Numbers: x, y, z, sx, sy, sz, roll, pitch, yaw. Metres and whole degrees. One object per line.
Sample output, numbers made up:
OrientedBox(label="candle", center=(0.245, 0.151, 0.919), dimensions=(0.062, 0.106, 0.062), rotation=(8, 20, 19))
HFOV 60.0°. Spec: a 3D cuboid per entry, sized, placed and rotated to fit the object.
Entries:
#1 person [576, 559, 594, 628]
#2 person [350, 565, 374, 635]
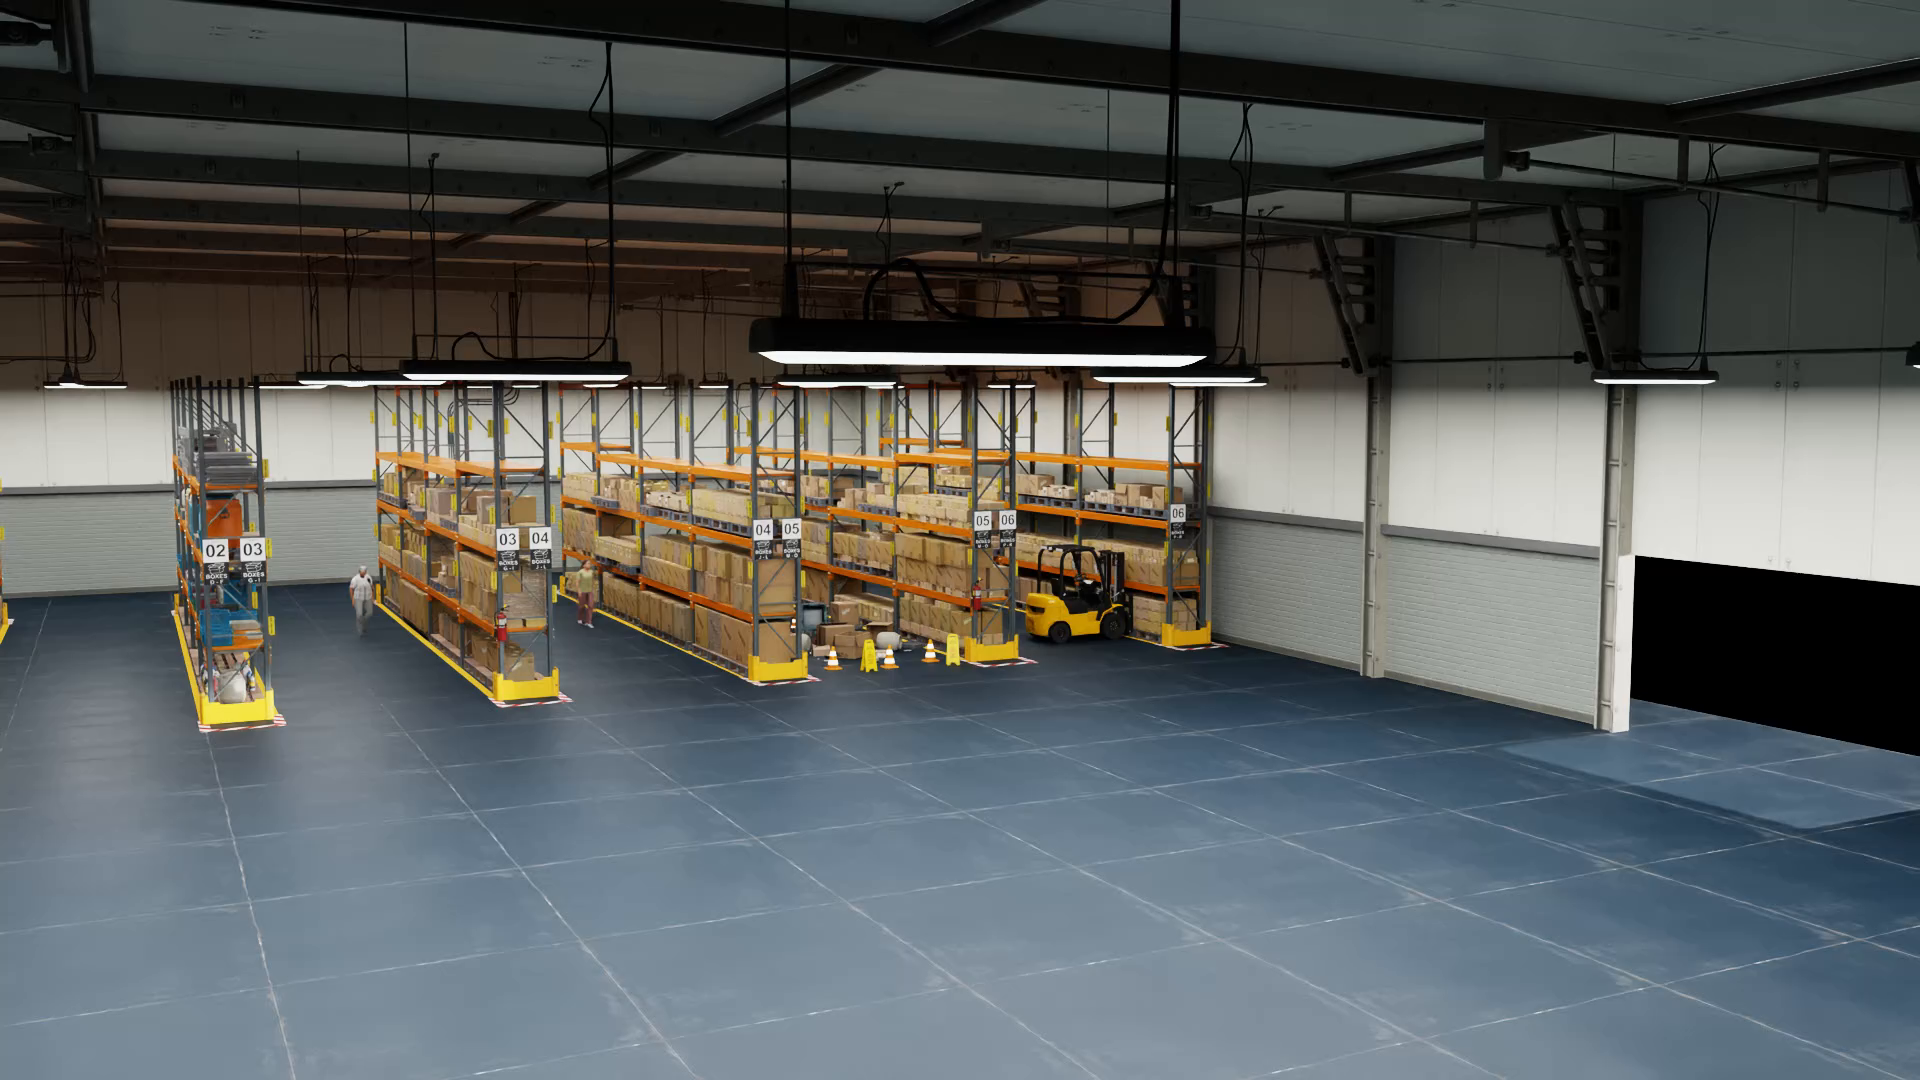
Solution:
OrientedBox(label="person", center=(-9.160, 1.298, 40.722), dimensions=(0.525, 1.675, 0.738), rotation=(-4, 7, -40))
OrientedBox(label="person", center=(-14.195, 1.410, 39.471), dimensions=(0.571, 1.642, 0.592), rotation=(-4, 6, -35))
